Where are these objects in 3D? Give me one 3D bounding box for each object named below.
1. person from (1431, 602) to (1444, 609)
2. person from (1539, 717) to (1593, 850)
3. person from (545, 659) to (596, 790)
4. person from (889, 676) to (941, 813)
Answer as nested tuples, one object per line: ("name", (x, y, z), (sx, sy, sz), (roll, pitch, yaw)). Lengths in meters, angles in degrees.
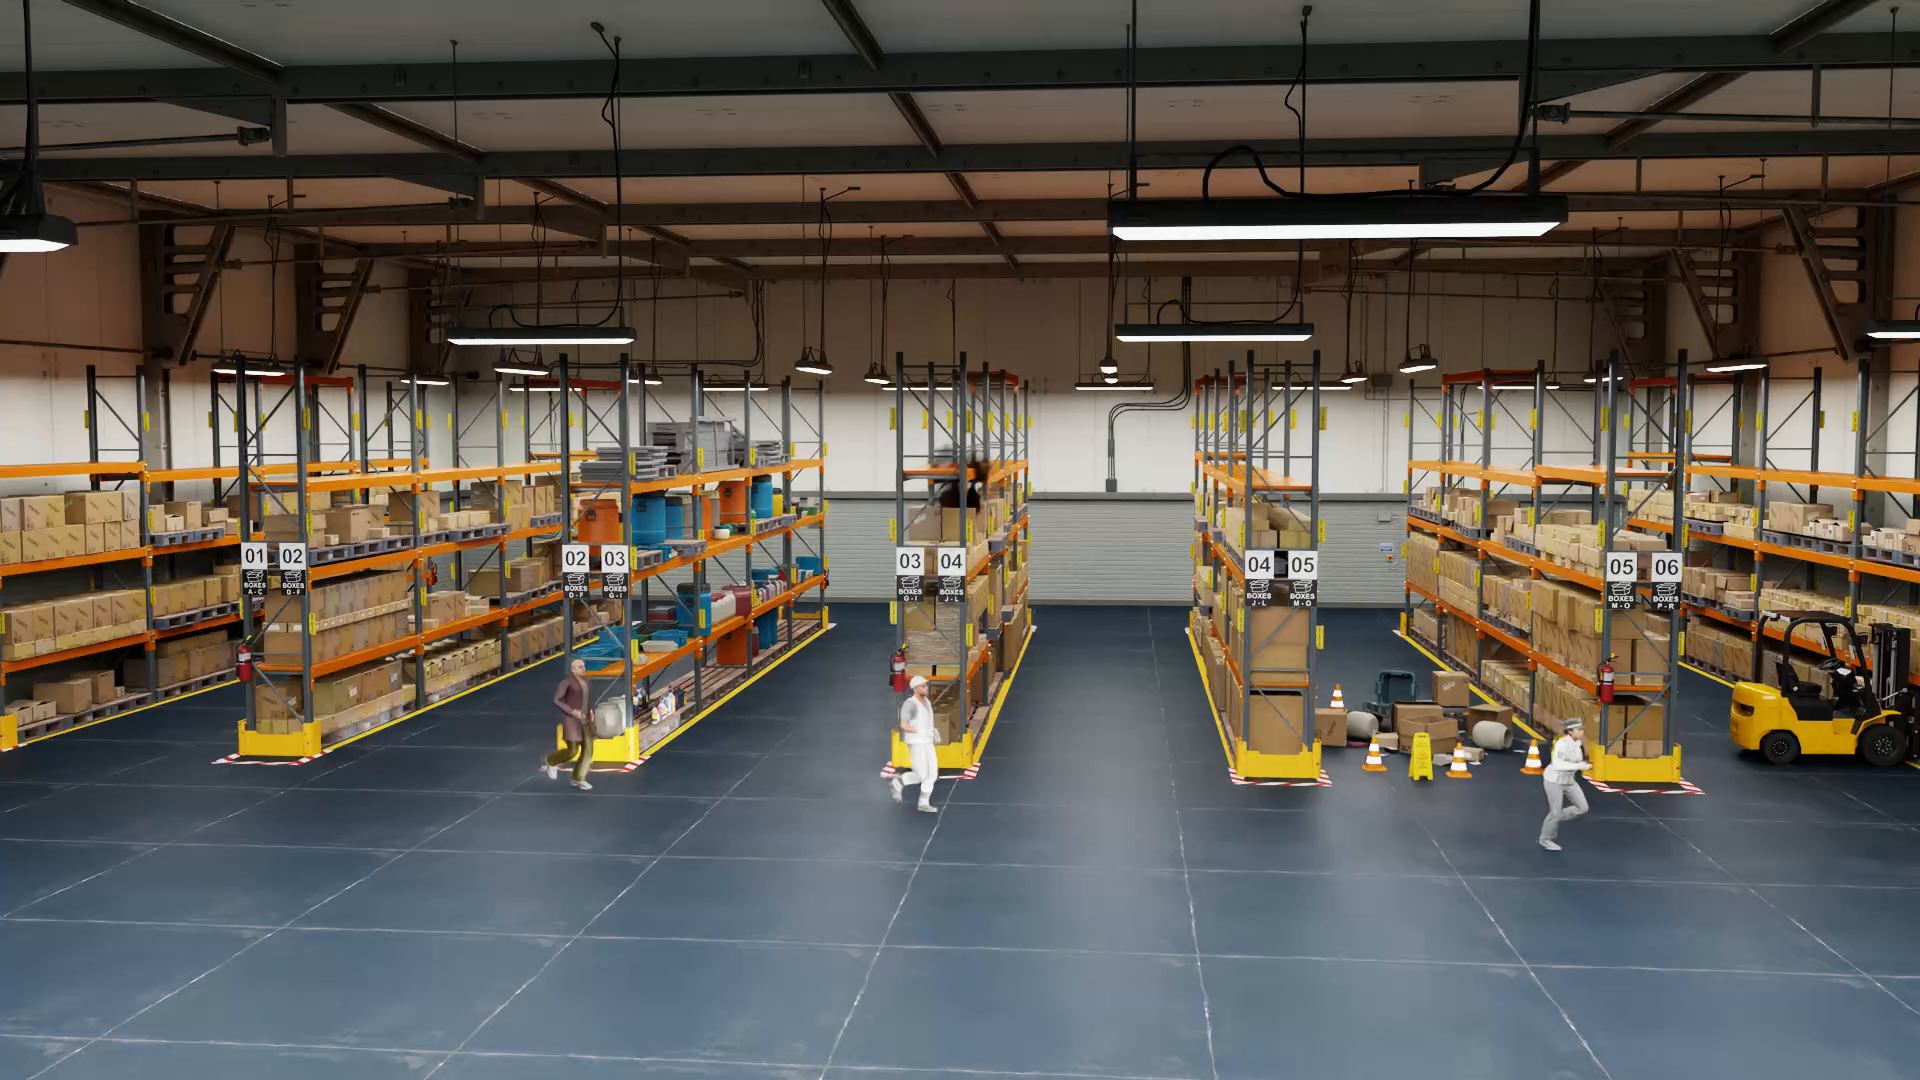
("person", (11.630, 1.291, 40.196), (0.780, 1.706, 0.512), (-3, 5, -37))
("person", (7.033, 2.822, 19.283), (0.593, 1.622, 0.713), (-3, 5, -33))
("person", (-5.312, 2.515, 22.912), (0.812, 1.754, 0.729), (3, 5, 33))
("person", (-0.561, 2.610, 21.373), (0.712, 1.749, 0.653), (2, 5, 31))
